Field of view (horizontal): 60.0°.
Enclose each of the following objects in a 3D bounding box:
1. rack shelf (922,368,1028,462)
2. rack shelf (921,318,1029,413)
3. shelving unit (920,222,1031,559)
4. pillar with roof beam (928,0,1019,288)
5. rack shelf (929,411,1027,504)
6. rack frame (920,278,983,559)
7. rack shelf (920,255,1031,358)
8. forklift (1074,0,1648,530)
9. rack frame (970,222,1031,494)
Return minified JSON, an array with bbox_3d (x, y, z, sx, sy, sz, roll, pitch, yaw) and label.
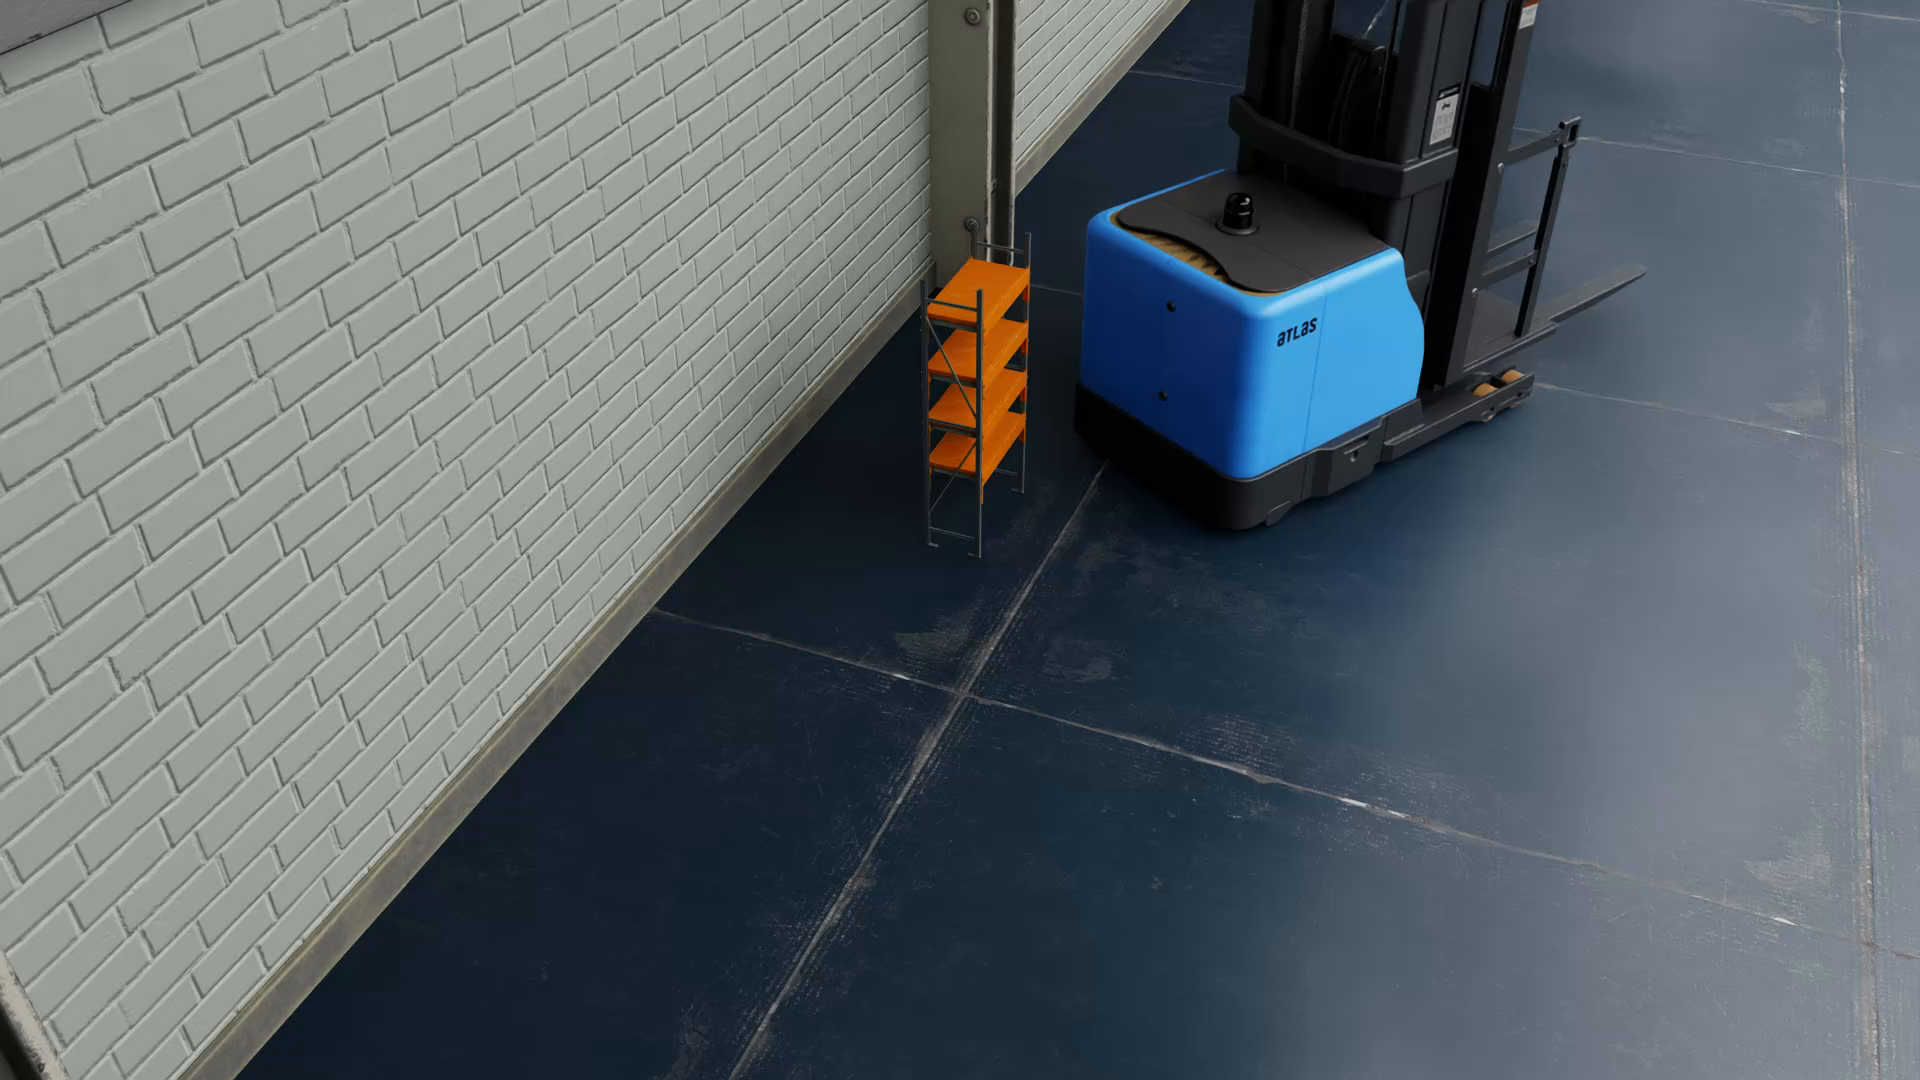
[{"bbox_3d":[0.063,-0.518,6.554,0.258,0.148,0.480,14,39,18],"label":"rack shelf"},{"bbox_3d":[0.063,-0.698,6.420,0.258,0.148,0.480,14,39,18],"label":"rack shelf"},{"bbox_3d":[0.063,-0.572,6.513,0.258,1.200,0.503,14,39,18],"label":"shelving unit"},{"bbox_3d":[4.045,-3.998,4.582,9.100,9.000,0.400,14,39,18],"label":"pillar with roof beam"},{"bbox_3d":[0.063,-0.359,6.673,0.258,0.148,0.480,14,39,18],"label":"rack shelf"},{"bbox_3d":[-0.030,-0.437,6.333,0.240,1.200,0.015,14,39,18],"label":"rack frame"},{"bbox_3d":[0.063,-0.887,6.278,0.258,0.148,0.480,14,39,18],"label":"rack shelf"},{"bbox_3d":[1.976,-1.933,6.888,3.031,2.935,1.130,-25,43,-29],"label":"forklift"},{"bbox_3d":[0.156,-0.707,6.694,0.240,1.200,0.015,14,39,18],"label":"rack frame"}]
